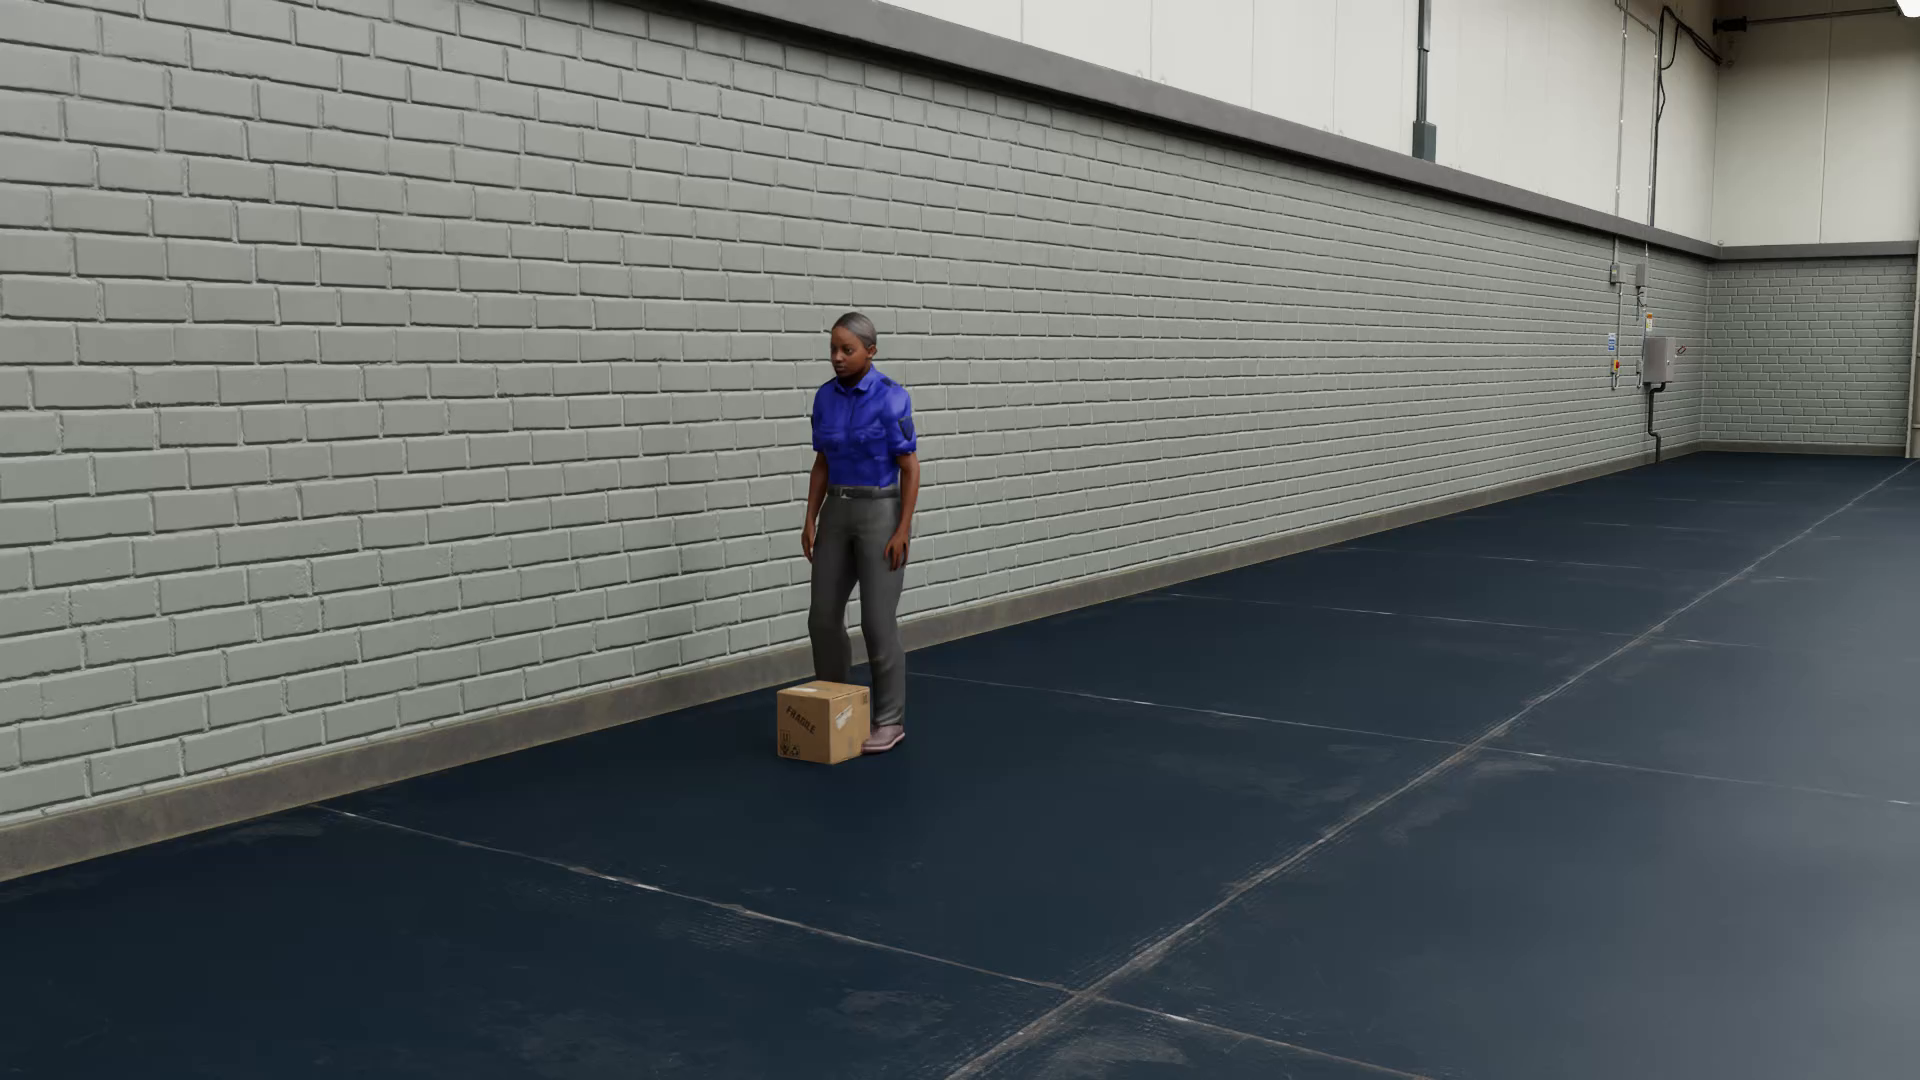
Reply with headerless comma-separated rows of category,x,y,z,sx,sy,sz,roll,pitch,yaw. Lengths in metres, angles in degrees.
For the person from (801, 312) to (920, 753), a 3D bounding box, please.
person,-0.394,-0.038,6.362,0.507,1.654,0.348,4,8,31
